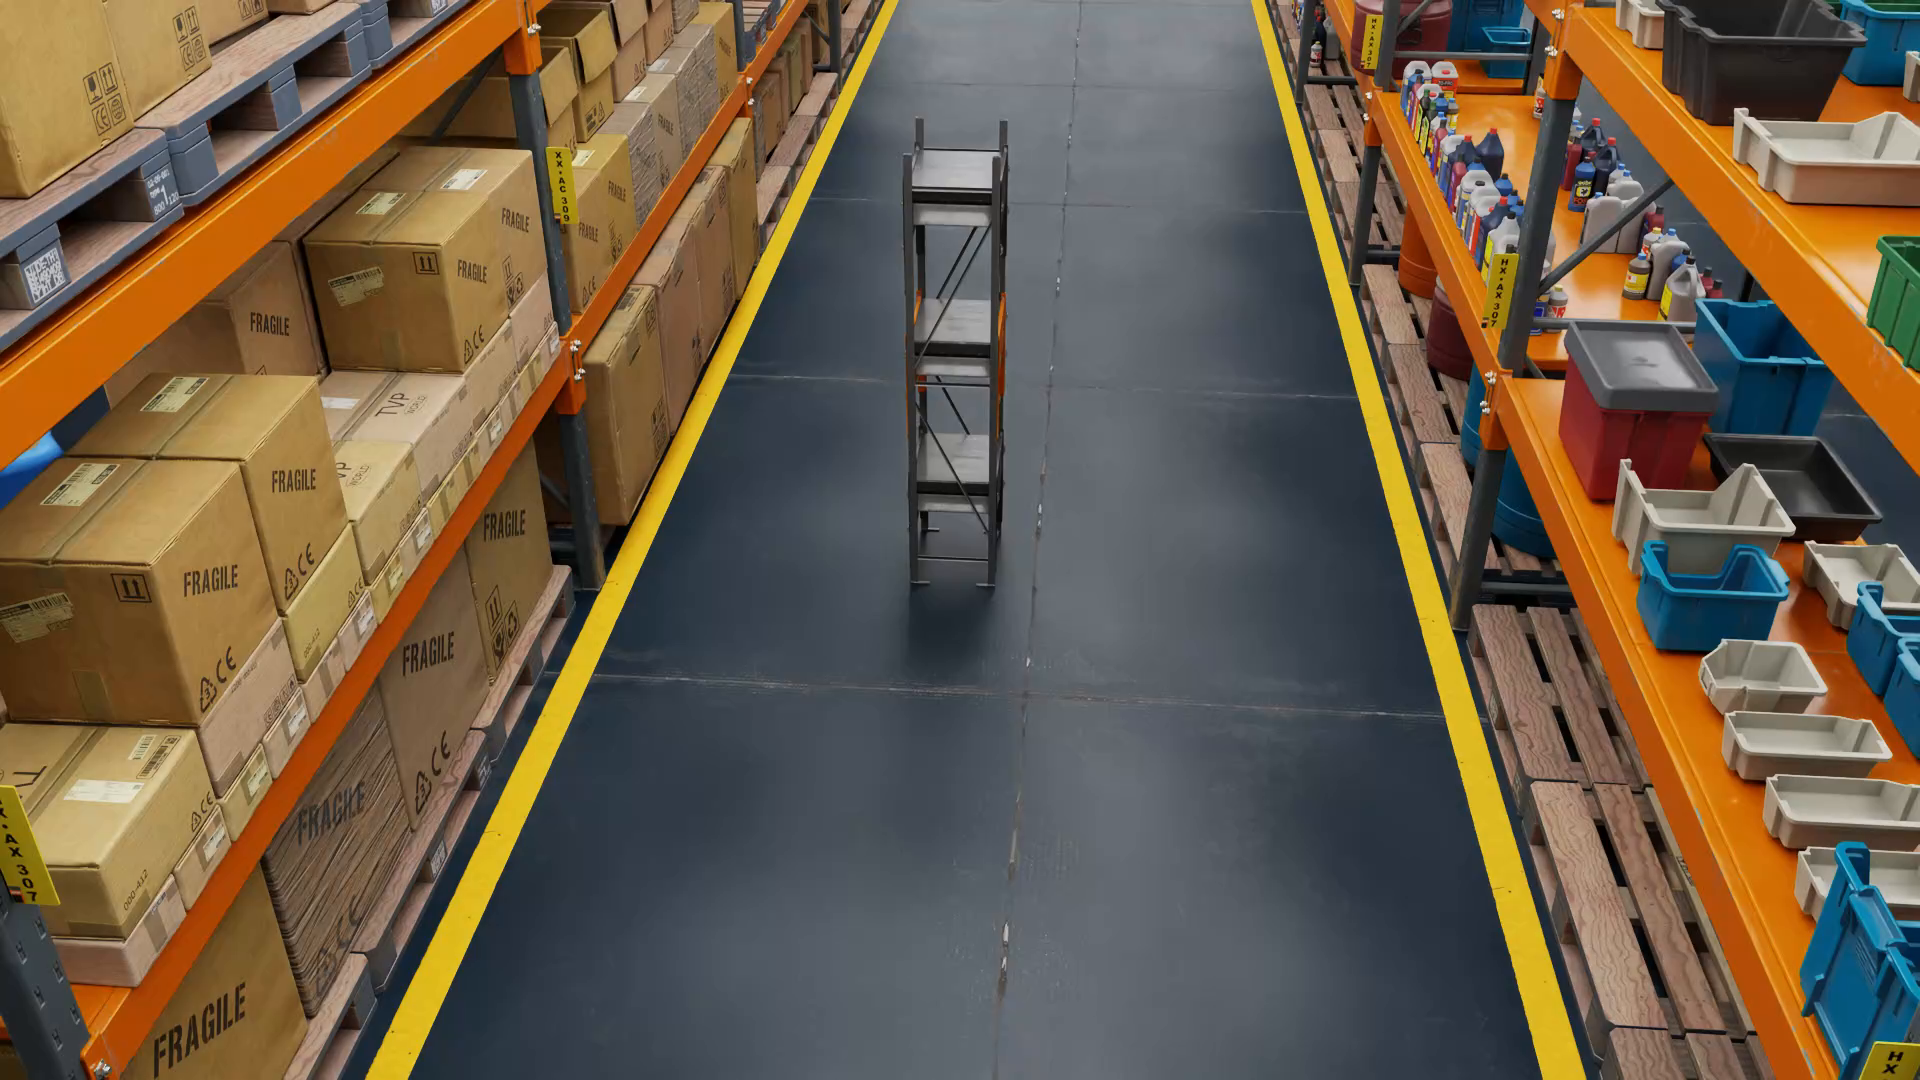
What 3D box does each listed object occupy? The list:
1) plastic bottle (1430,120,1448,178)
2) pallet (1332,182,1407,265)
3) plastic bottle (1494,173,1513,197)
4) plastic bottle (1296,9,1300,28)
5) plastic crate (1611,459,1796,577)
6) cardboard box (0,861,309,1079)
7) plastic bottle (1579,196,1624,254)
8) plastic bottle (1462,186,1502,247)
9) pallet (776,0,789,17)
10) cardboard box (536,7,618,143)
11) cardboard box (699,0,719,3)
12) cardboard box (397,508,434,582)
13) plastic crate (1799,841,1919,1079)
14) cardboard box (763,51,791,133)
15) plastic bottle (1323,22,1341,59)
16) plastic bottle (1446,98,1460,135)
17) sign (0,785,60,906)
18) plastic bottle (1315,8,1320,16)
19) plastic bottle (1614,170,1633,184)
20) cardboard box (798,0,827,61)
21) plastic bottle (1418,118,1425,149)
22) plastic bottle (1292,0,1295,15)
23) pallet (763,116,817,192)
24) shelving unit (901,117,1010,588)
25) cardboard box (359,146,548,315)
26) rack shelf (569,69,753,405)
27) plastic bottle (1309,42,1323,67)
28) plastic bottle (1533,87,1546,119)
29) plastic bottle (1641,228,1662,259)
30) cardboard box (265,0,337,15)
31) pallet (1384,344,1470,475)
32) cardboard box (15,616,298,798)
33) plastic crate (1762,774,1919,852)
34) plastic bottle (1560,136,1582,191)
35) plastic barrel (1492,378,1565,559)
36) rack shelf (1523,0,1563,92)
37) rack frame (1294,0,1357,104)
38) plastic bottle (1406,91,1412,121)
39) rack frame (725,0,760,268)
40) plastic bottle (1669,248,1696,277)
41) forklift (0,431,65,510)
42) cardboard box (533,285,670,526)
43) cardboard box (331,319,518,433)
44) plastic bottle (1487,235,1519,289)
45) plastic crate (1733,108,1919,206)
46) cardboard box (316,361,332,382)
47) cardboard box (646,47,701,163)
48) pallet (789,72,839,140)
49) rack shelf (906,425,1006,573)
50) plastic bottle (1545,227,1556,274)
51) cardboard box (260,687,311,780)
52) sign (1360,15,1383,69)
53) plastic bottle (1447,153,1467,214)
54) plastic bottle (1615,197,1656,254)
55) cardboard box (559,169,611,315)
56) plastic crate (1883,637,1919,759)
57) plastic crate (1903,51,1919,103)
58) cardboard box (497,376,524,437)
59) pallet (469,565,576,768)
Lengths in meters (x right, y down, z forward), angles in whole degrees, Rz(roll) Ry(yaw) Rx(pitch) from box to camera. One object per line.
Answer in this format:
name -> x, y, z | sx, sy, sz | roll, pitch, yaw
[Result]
plastic bottle -> 2.573, -2.095, 8.902 | 0.061, 0.283, 0.133 | 2, 32, 4
pallet -> 3.172, -2.176, 11.580 | 1.003, 0.211, 1.213 | 2, 32, 4
plastic bottle -> 2.681, -1.684, 8.246 | 0.097, 0.271, 0.097 | 0, 32, 0
plastic bottle -> 3.219, -4.921, 15.624 | 0.097, 0.201, 0.097 | 0, 32, 0
plastic crate -> 2.437, -0.053, 5.532 | 0.437, 0.282, 0.530 | 2, 32, 4
cardboard box -> -2.545, 1.400, 4.745 | 0.875, 0.875, 0.875 | 2, 32, 4
plastic bottle -> 3.086, -1.532, 7.995 | 0.152, 0.276, 0.135 | 2, 32, 4
plastic bottle -> 2.536, -1.560, 8.041 | 0.152, 0.276, 0.135 | 2, 32, 4
pallet -> -1.746, -4.127, 12.270 | 1.003, 0.211, 1.213 | 2, 32, 4
cardboard box -> -2.081, -2.242, 7.978 | 0.797, 0.503, 0.637 | 3, 32, 5
cardboard box -> -1.862, -3.677, 10.862 | 0.500, 0.500, 0.500 | -1, 32, -2
cardboard box -> -2.016, 0.006, 5.621 | 0.380, 0.149, 0.250 | 3, 32, 5
plastic crate -> 2.260, 1.000, 3.678 | 0.616, 0.435, 0.499 | 2, 32, 4
cardboard box -> -1.715, -3.525, 13.074 | 0.700, 0.500, 0.500 | 0, 32, 0
plastic bottle -> 3.305, -4.454, 14.724 | 0.144, 0.351, 0.185 | 2, 32, 4
plastic bottle -> 2.801, -2.425, 9.516 | 0.097, 0.201, 0.097 | 0, 32, 0
sign -> -1.965, 0.636, 3.458 | 0.100, 0.325, 0.005 | 2, 32, 4
plastic bottle -> 3.203, -4.729, 15.170 | 0.144, 0.351, 0.185 | 2, 32, 4
plastic bottle -> 3.293, -1.704, 8.279 | 0.097, 0.271, 0.097 | 0, 32, 0
cardboard box -> -1.468, -4.585, 14.813 | 0.500, 0.500, 0.500 | 2, 32, 2
plastic bottle -> 2.628, -2.292, 9.299 | 0.097, 0.201, 0.097 | 0, 32, 0
plastic bottle -> 3.255, -5.150, 15.996 | 0.097, 0.201, 0.097 | 0, 32, 0
pallet -> -1.699, -3.029, 12.964 | 1.003, 0.211, 1.213 | 2, 32, 4
shelving unit -> -0.013, -0.807, 7.559 | 0.431, 2.100, 0.503 | 2, 32, 4
cardboard box -> -1.963, -1.210, 6.499 | 0.500, 0.500, 0.500 | 3, 32, 5
rack shelf -> -2.029, -1.819, 9.029 | 1.077, 0.370, 4.000 | 2, 32, 4
plastic bottle -> 3.115, -4.250, 14.536 | 0.097, 0.201, 0.097 | 0, 32, 0
plastic bottle -> 3.435, -2.586, 9.776 | 0.097, 0.201, 0.097 | 0, 32, 0
plastic bottle -> 3.244, -1.362, 7.790 | 0.097, 0.201, 0.097 | 0, 32, 0
cardboard box -> -2.244, -1.928, 5.069 | 0.700, 0.500, 0.500 | 4, 32, 6
pallet -> 2.946, -0.722, 9.221 | 1.003, 0.211, 1.213 | 2, 32, 4
cardboard box -> -2.174, 0.438, 4.540 | 0.500, 0.250, 0.500 | 2, 32, 3
plastic crate -> 2.343, 0.725, 4.409 | 0.396, 0.136, 0.243 | 2, 32, 4
plastic bottle -> 3.211, -1.992, 8.735 | 0.061, 0.283, 0.133 | 2, 32, 4
plastic barrel -> 2.806, -0.437, 7.700 | 0.600, 0.901, 0.708 | 2, 32, 4
rack shelf -> 2.907, -2.885, 7.898 | 1.077, 0.370, 4.000 | 2, 32, 4
rack frame -> 3.396, -5.051, 13.588 | 1.000, 3.000, 0.127 | 2, 32, 4
plastic bottle -> 2.668, -2.552, 9.722 | 0.097, 0.201, 0.097 | 0, 32, 0
rack frame -> -1.866, -3.171, 10.537 | 1.000, 3.000, 0.127 | 2, 32, 4
plastic bottle -> 3.210, -1.169, 7.410 | 0.097, 0.271, 0.097 | 0, 32, 0
forklift -> -5.006, -1.160, 7.338 | 1.130, 2.935, 3.031 | -23, 38, -32
cardboard box -> -2.160, -0.689, 8.135 | 1.225, 0.875, 0.875 | 3, 32, 4
cardboard box -> -2.006, -0.630, 6.272 | 0.500, 0.250, 0.500 | 3, 32, 5
plastic bottle -> 2.484, -1.226, 7.499 | 0.152, 0.276, 0.135 | 2, 32, 4
plastic crate -> 2.340, -1.032, 4.458 | 0.437, 0.136, 0.530 | 2, 32, 4
cardboard box -> -2.537, -0.648, 6.302 | 0.500, 0.250, 0.500 | 2, 32, 4
cardboard box -> -1.745, -2.413, 9.211 | 0.500, 0.500, 0.500 | 1, 32, 2
pallet -> -1.603, -3.669, 14.002 | 1.003, 0.211, 1.213 | 2, 32, 4
rack shelf -> -0.013, -0.200, 7.933 | 0.431, 0.518, 0.480 | 2, 32, 4
plastic bottle -> 2.637, -1.336, 7.605 | 0.144, 0.351, 0.185 | 2, 32, 4
cardboard box -> -2.100, 0.543, 4.750 | 0.380, 0.149, 0.250 | 2, 32, 3
sign -> 2.521, -3.049, 10.183 | 0.100, 0.325, 0.005 | 2, 32, 4
plastic bottle -> 2.528, -1.808, 8.435 | 0.061, 0.283, 0.133 | 2, 32, 4
plastic bottle -> 3.237, -1.525, 7.984 | 0.152, 0.276, 0.135 | 2, 32, 4
cardboard box -> -1.905, -1.352, 7.490 | 0.500, 0.500, 0.500 | 3, 32, 4
plastic crate -> 2.874, 0.466, 4.738 | 0.416, 0.233, 0.300 | 2, 32, 4
plastic crate -> 3.020, -1.352, 4.976 | 0.293, 0.136, 0.466 | 2, 32, 4
cardboard box -> -1.932, -0.531, 6.491 | 0.380, 0.149, 0.250 | 2, 32, 3
pallet -> -2.332, 0.502, 7.235 | 1.003, 0.211, 1.213 | 2, 32, 4
